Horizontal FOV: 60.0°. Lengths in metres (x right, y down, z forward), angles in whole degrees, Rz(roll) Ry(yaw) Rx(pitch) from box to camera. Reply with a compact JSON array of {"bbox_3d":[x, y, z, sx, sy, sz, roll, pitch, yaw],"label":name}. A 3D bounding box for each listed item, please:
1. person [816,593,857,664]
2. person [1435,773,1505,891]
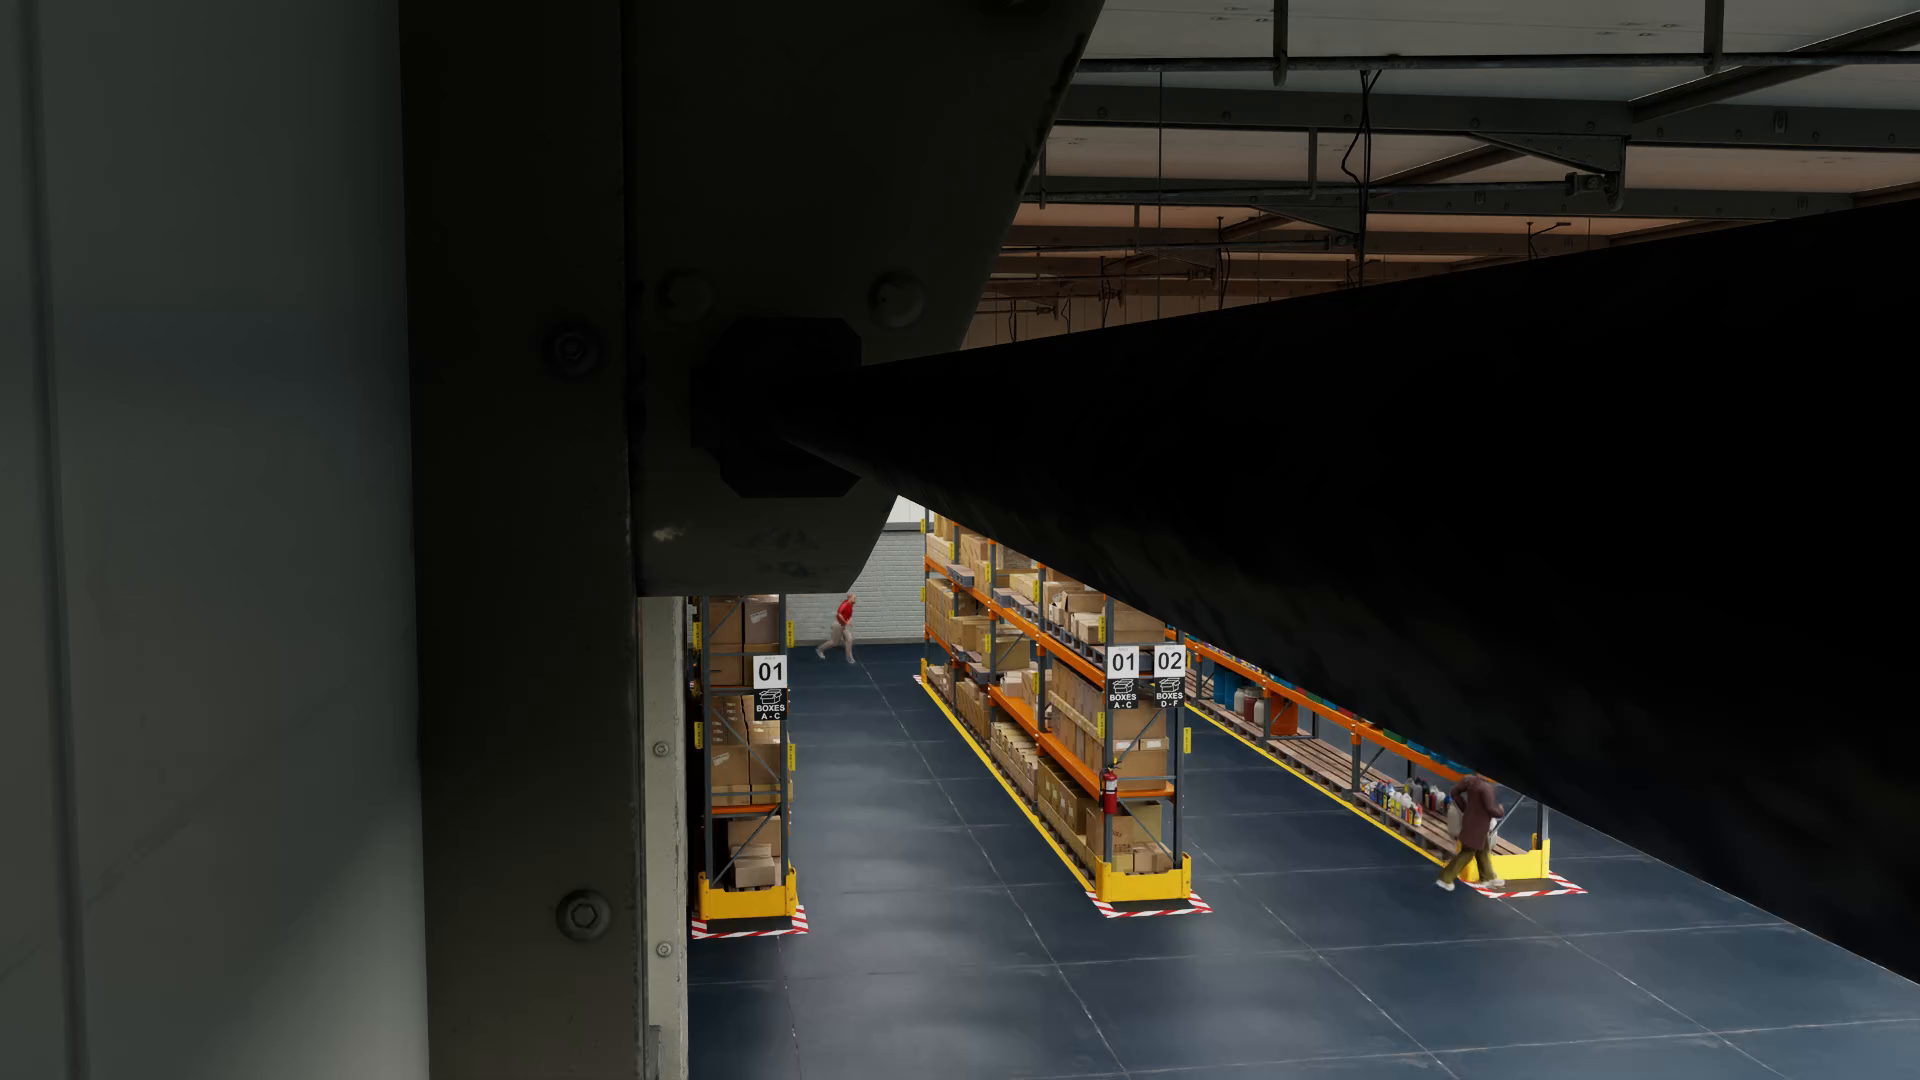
[{"bbox_3d":[-2.878,2.086,39.185,0.960,1.698,0.696,0,5,6],"label":"person"},{"bbox_3d":[6.492,3.594,20.820,0.998,1.738,0.791,0,5,-3],"label":"person"}]
